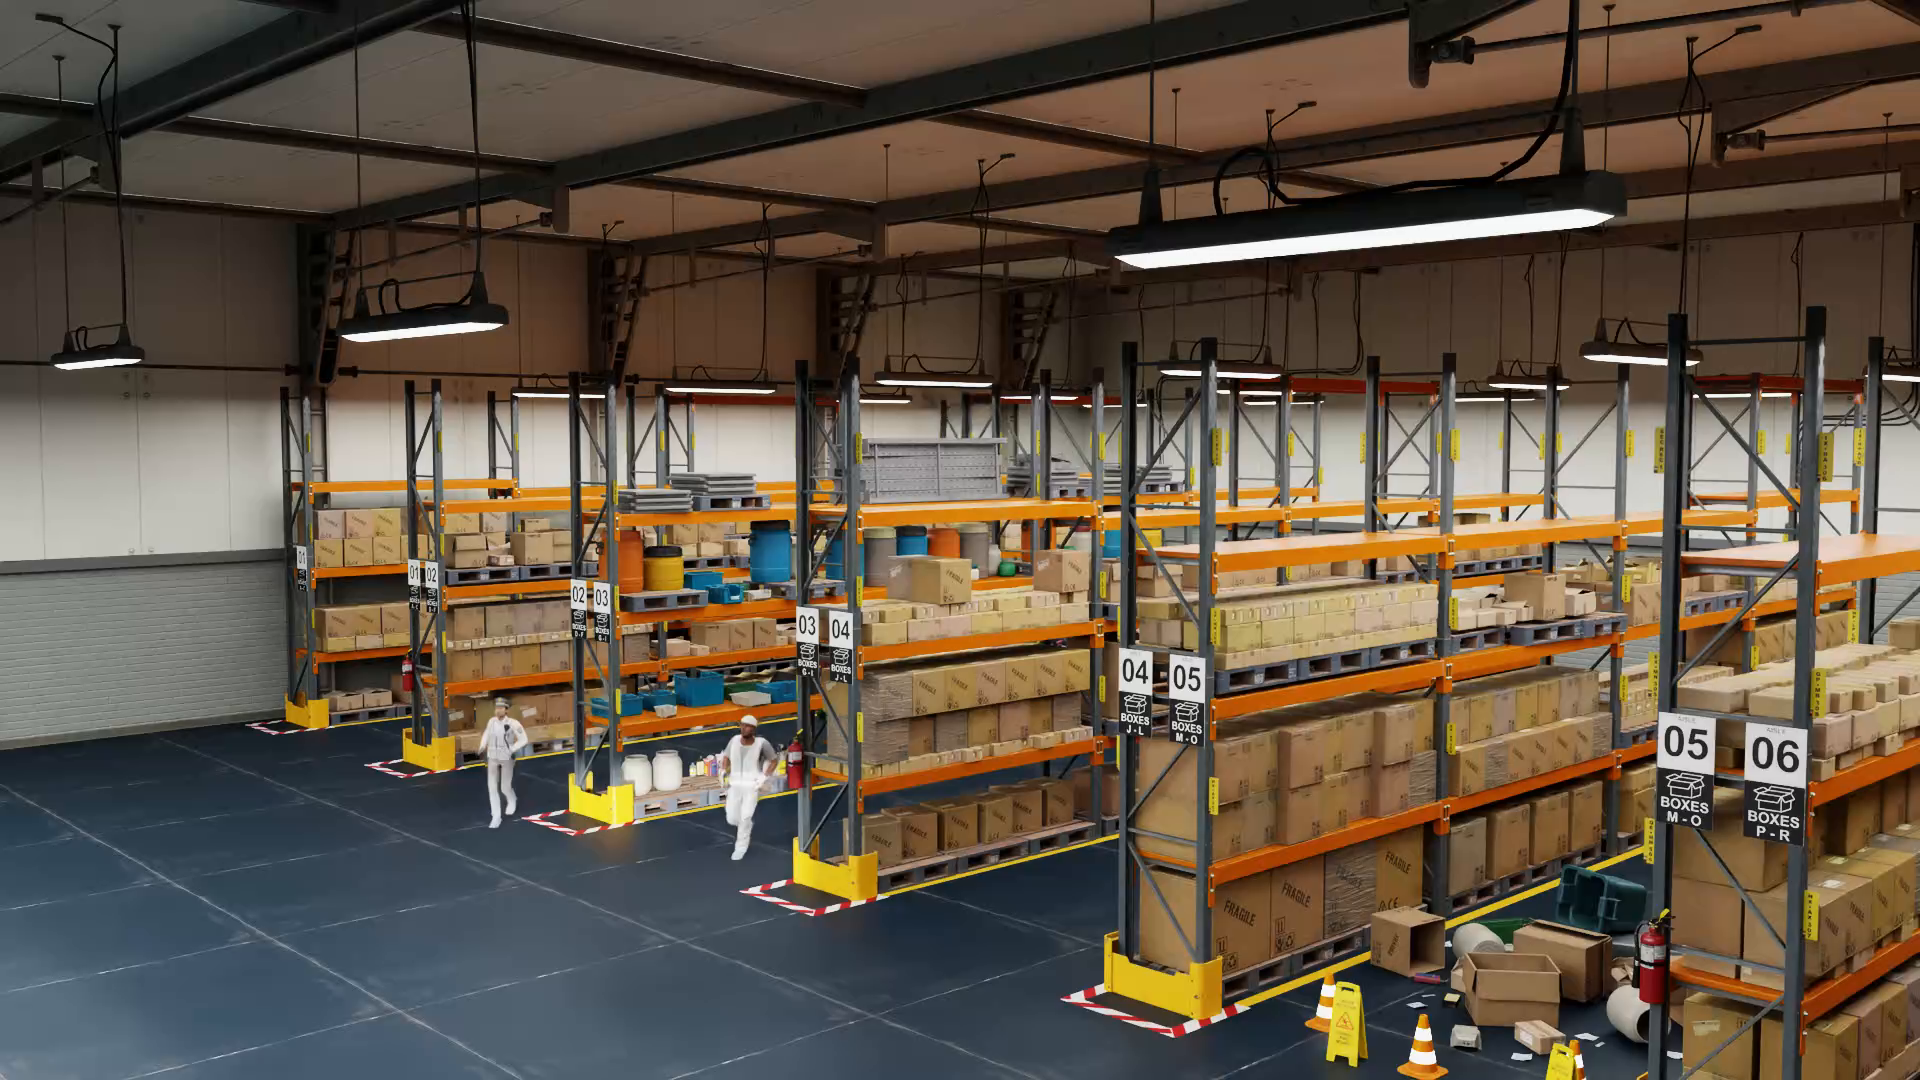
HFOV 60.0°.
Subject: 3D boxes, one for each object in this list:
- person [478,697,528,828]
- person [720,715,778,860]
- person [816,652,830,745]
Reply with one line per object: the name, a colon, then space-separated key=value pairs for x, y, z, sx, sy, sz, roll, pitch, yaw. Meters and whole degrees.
person: x=-6.080 y=2.935 z=22.086 sx=0.668 sy=1.710 sz=0.696 roll=1 pitch=4 yaw=10
person: x=-2.582 y=3.001 z=20.388 sx=0.707 sy=1.739 sz=0.657 roll=1 pitch=4 yaw=16
person: x=-2.091 y=2.529 z=27.627 sx=0.637 sy=1.745 sz=0.599 roll=3 pitch=5 yaw=44
